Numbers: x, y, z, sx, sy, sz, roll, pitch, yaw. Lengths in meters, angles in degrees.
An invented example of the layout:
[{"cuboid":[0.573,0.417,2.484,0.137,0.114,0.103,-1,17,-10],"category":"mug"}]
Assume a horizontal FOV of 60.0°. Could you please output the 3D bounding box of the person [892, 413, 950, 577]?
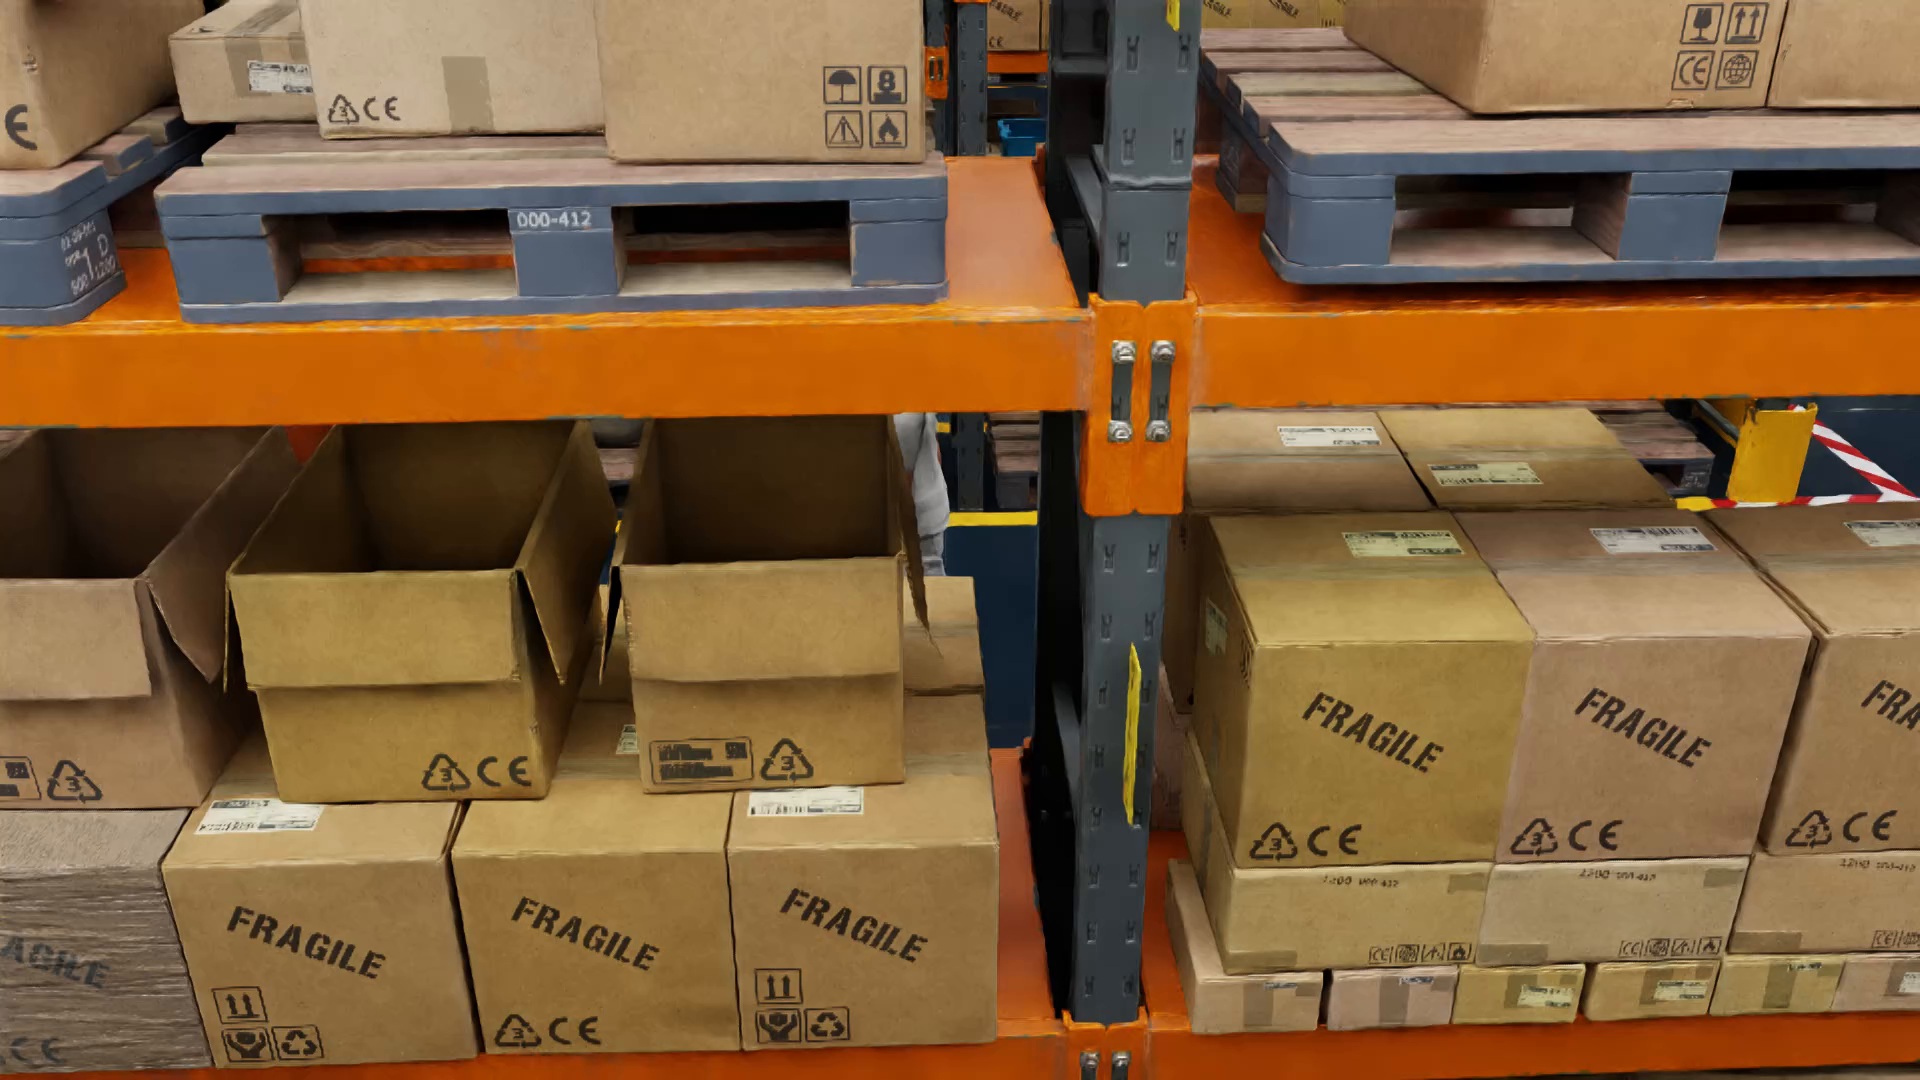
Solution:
[{"cuboid":[-0.278,-0.053,6.172,0.700,1.777,0.535,-2,27,-4],"category":"person"}]
